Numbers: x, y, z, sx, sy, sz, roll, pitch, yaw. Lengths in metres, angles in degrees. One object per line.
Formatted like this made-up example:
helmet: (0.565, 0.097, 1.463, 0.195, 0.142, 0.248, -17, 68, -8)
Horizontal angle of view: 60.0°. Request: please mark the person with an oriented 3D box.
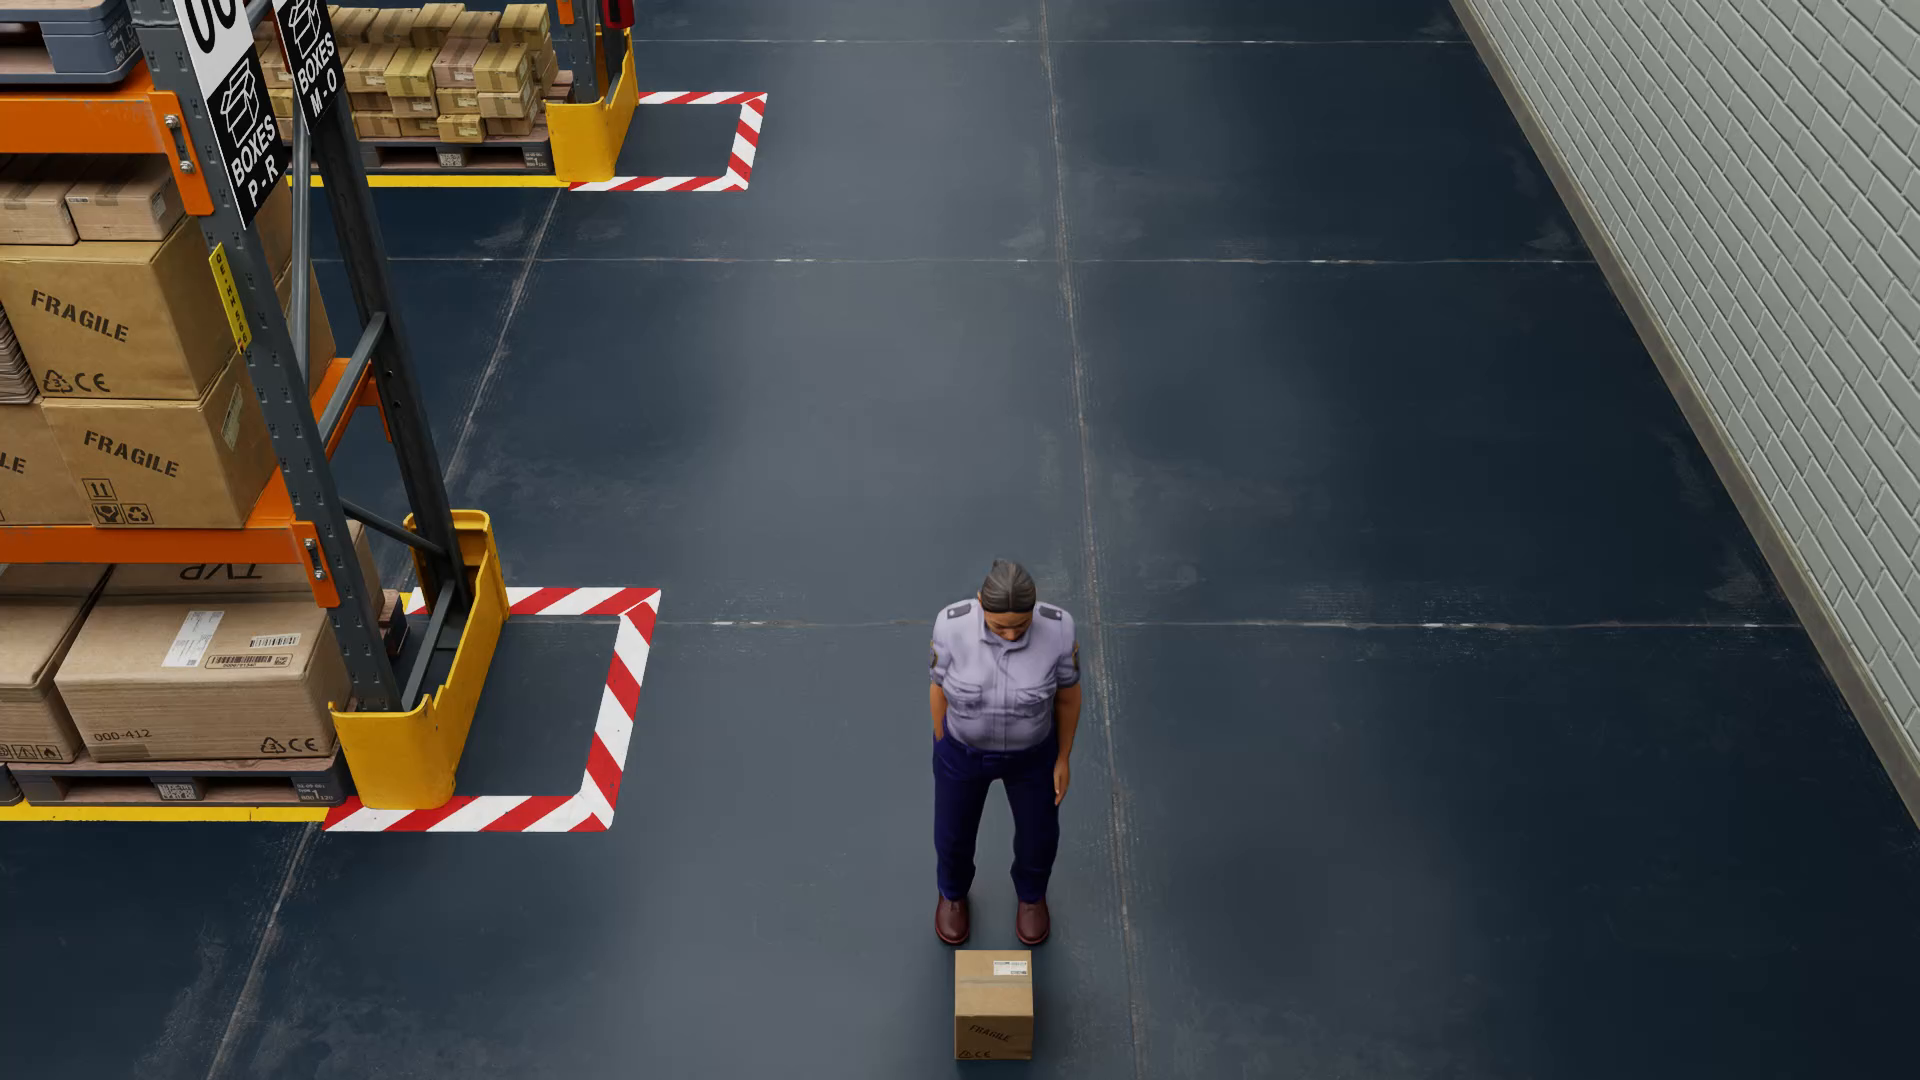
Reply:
person: (0.142, 0.679, 5.372, 0.480, 1.634, 0.342, 1, 40, 1)
